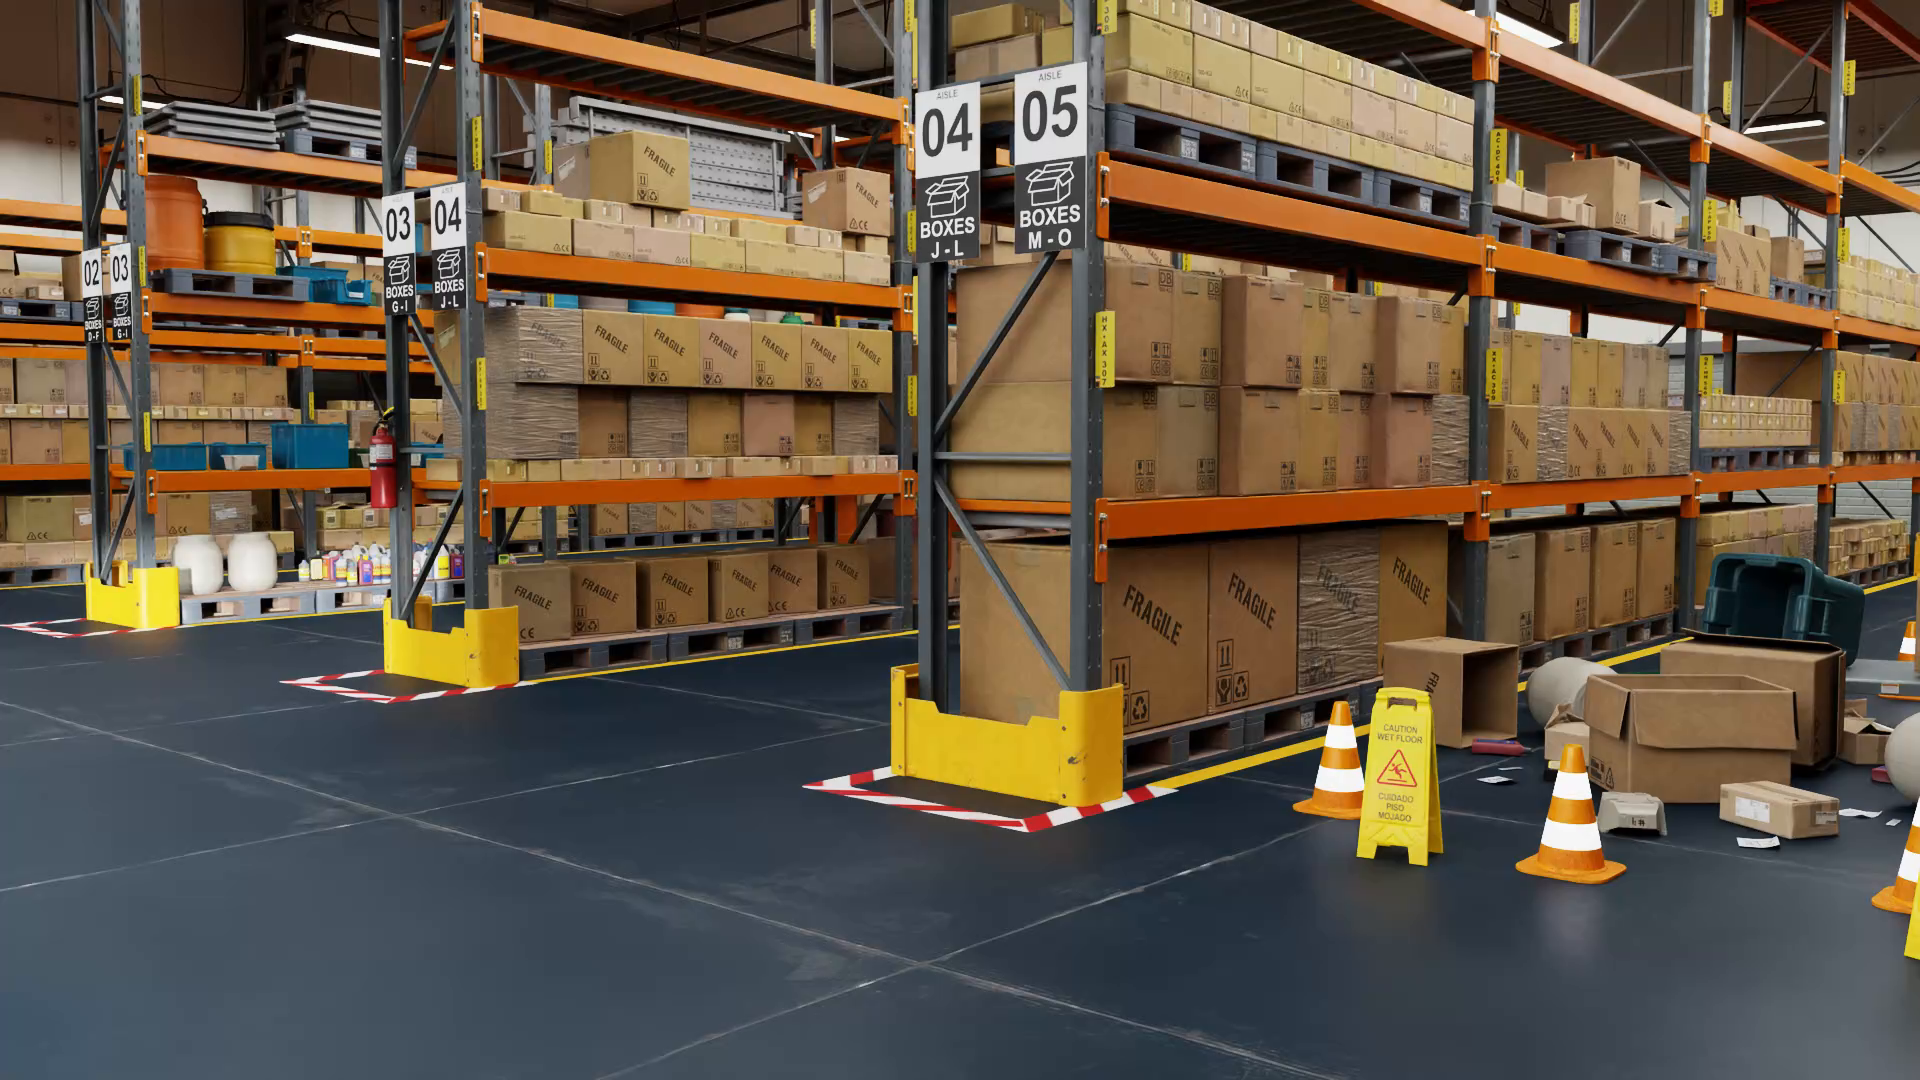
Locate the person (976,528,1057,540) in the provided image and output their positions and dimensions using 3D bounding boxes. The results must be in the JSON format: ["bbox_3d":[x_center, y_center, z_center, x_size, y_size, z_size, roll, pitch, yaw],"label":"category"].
[{"bbox_3d":[0.397,-0.066,12.927,0.948,1.666,0.728,-2,4,-31],"label":"person"}]
